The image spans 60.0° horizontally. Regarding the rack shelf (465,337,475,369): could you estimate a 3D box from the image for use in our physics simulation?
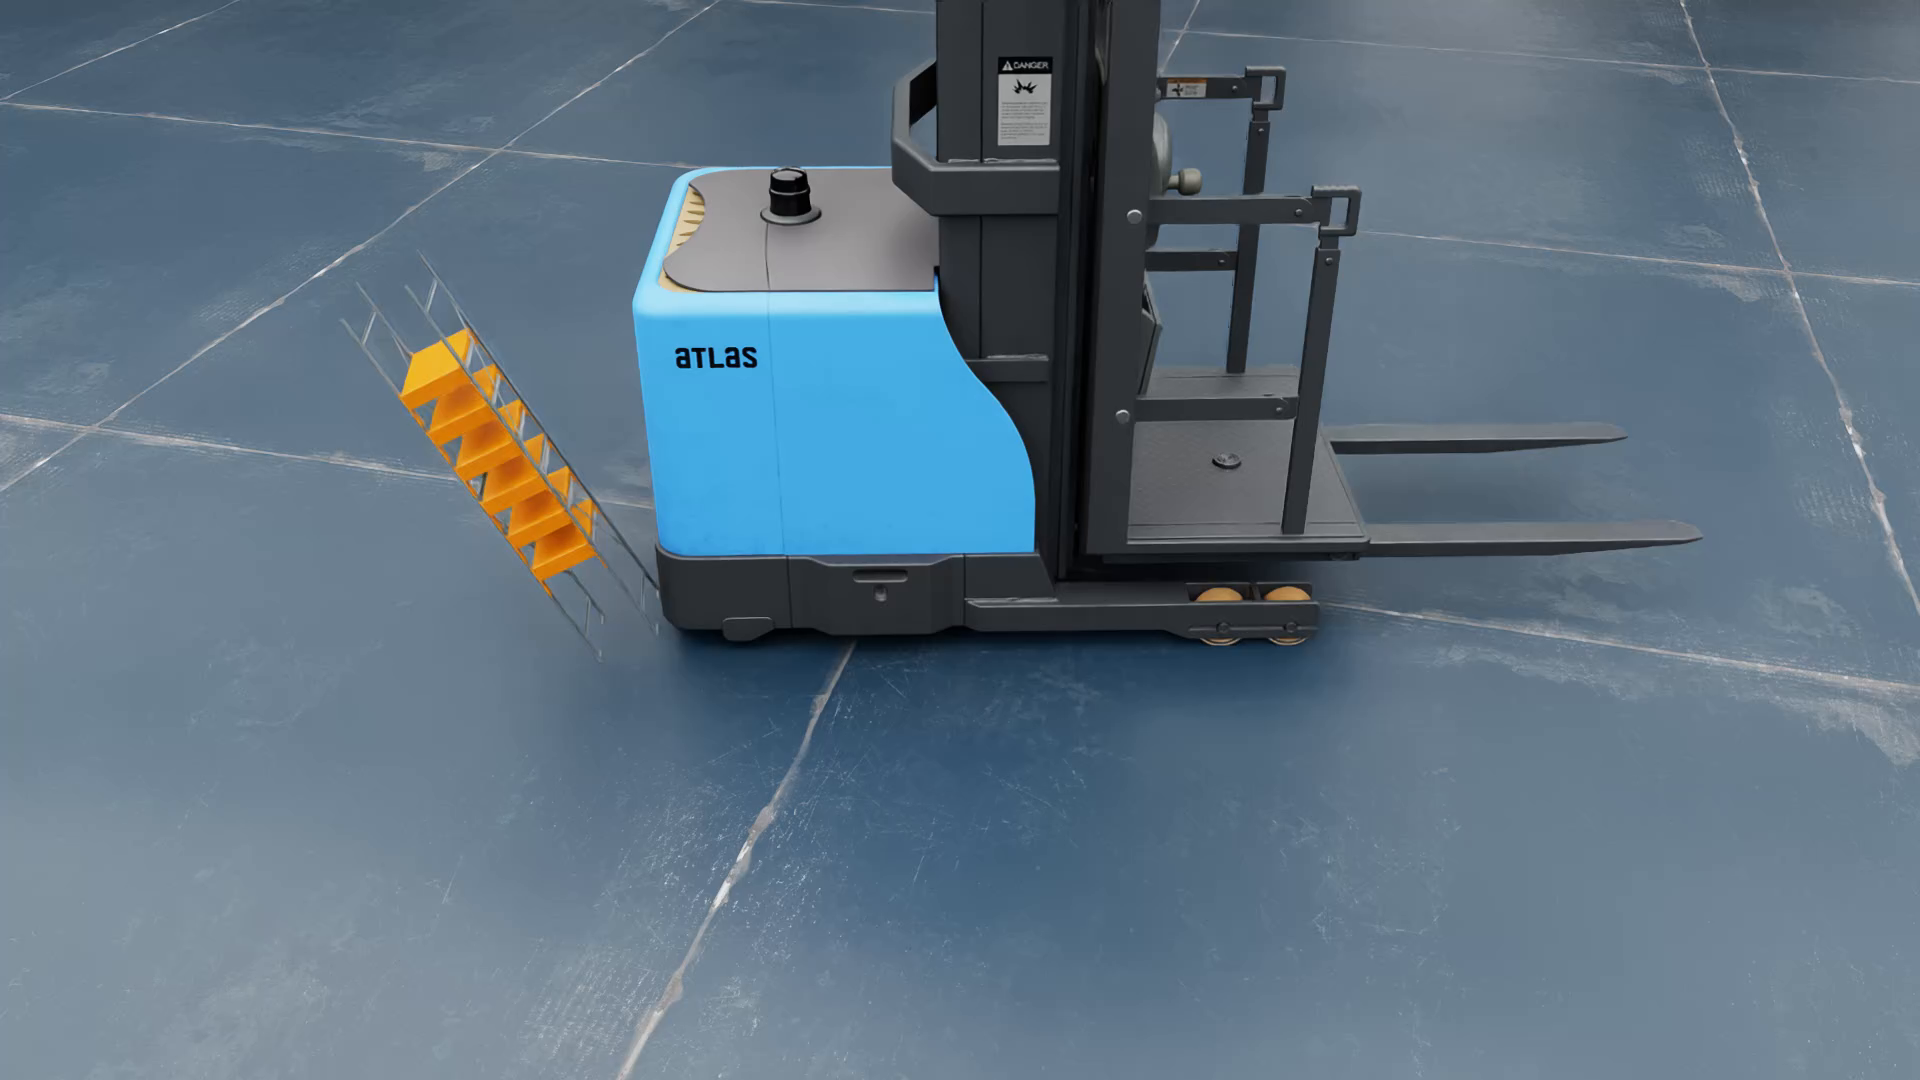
[{"bbox_3d":[-1.336,-0.442,4.285,0.166,0.020,0.199,-25,33,7],"label":"rack shelf"}]

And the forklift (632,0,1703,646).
[{"bbox_3d":[0.648,-1.181,4.458,3.031,2.843,1.129,-1,32,-1],"label":"forklift"}]

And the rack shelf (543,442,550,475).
[{"bbox_3d":[-1.188,-0.178,4.479,0.166,0.020,0.199,-25,33,7],"label":"rack shelf"}]

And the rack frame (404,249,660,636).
[{"bbox_3d":[-1.115,-0.234,4.455,0.006,1.200,0.240,-25,33,7],"label":"rack frame"}]

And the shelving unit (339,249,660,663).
[{"bbox_3d":[-1.198,-0.196,4.466,0.189,1.200,0.258,-25,33,7],"label":"shelving unit"}]

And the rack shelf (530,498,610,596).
[{"bbox_3d":[-1.080,0.013,4.619,0.180,0.103,0.258,-25,33,7],"label":"rack shelf"}]

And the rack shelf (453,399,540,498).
[{"bbox_3d":[-1.229,-0.251,4.425,0.180,0.103,0.258,-25,33,7],"label":"rack shelf"}]

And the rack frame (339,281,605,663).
[{"bbox_3d":[-1.280,-0.157,4.477,0.006,1.200,0.240,-25,33,7],"label":"rack frame"}]

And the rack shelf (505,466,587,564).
[{"bbox_3d":[-1.130,-0.075,4.554,0.180,0.103,0.258,-25,33,7],"label":"rack shelf"}]

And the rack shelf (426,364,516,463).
[{"bbox_3d":[-1.278,-0.340,4.361,0.180,0.103,0.258,-25,33,7],"label":"rack shelf"}]
